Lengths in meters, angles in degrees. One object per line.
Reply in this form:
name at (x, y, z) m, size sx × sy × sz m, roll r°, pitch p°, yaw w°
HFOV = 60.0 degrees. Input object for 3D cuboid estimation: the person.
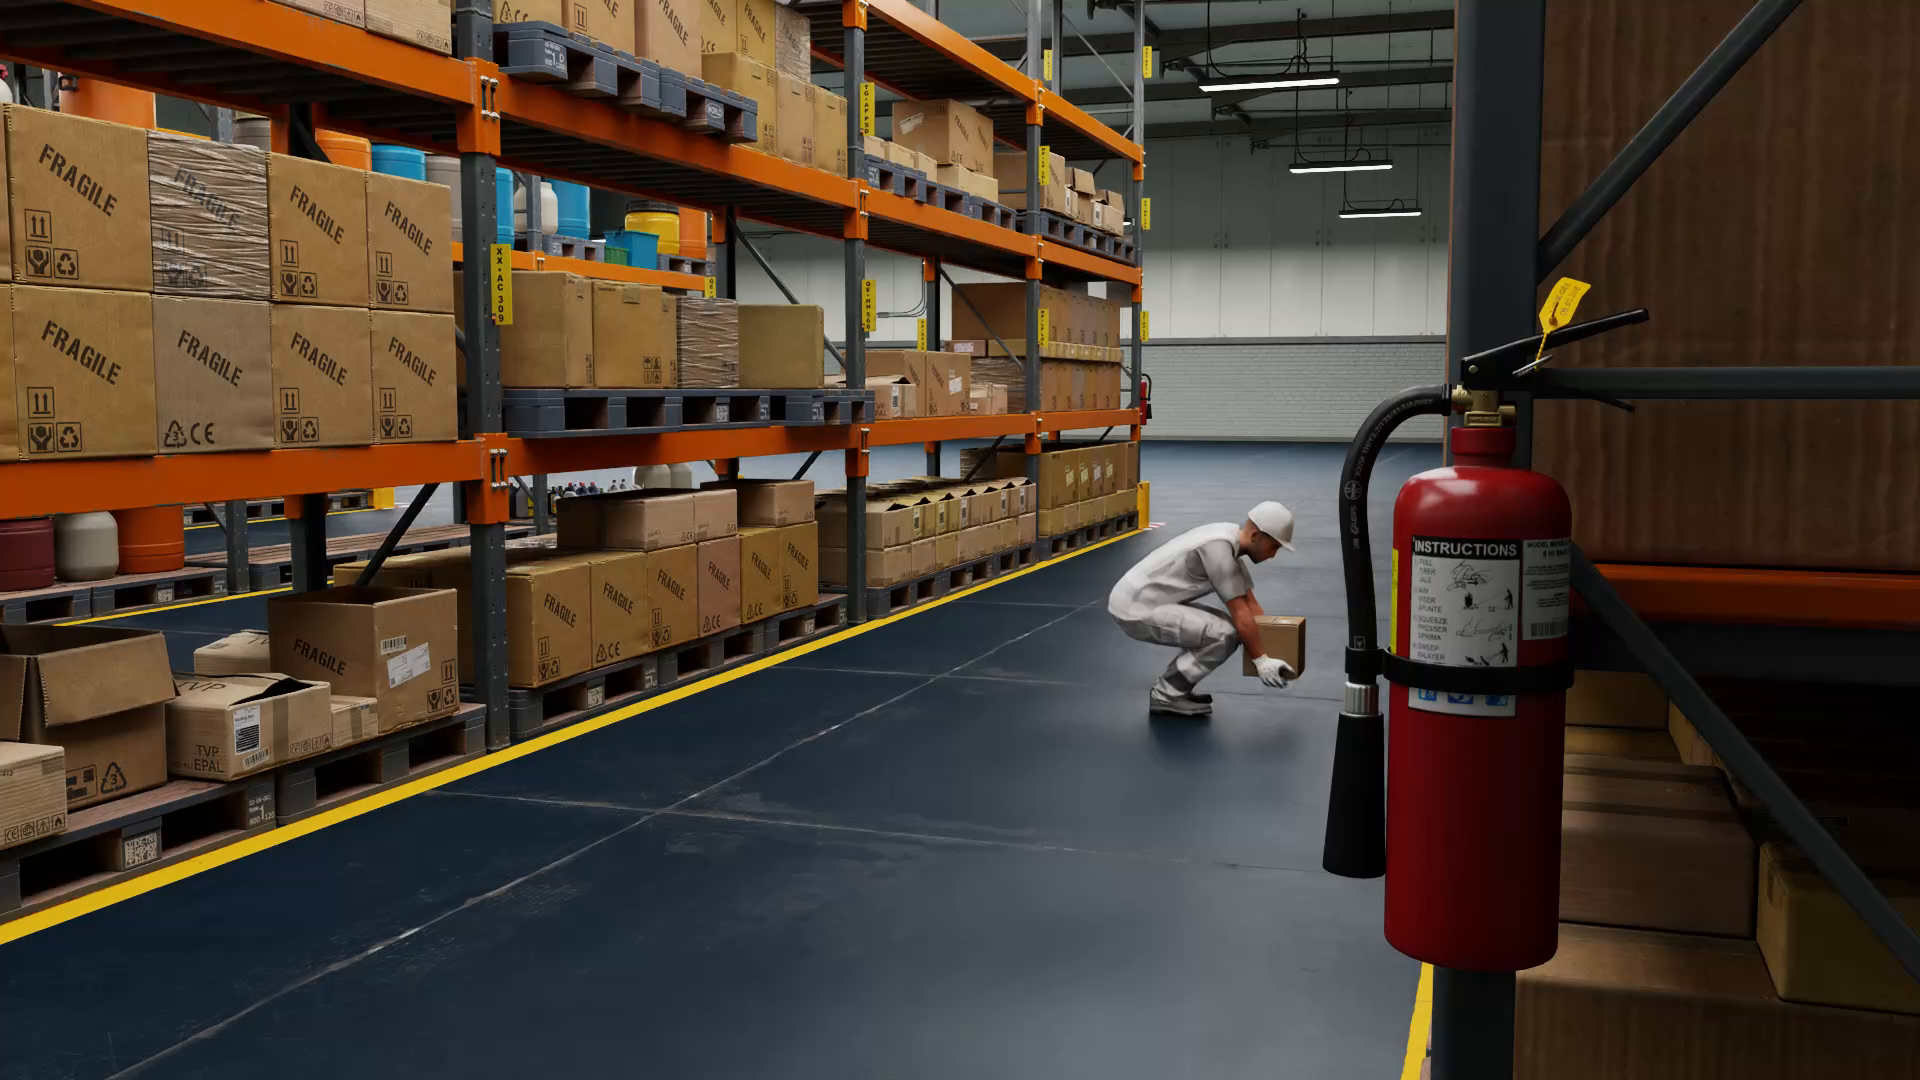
person at (1.146, 0.313, 7.784) m, size 0.890 × 0.998 × 0.536 m, roll 2°, pitch 5°, yaw 17°
